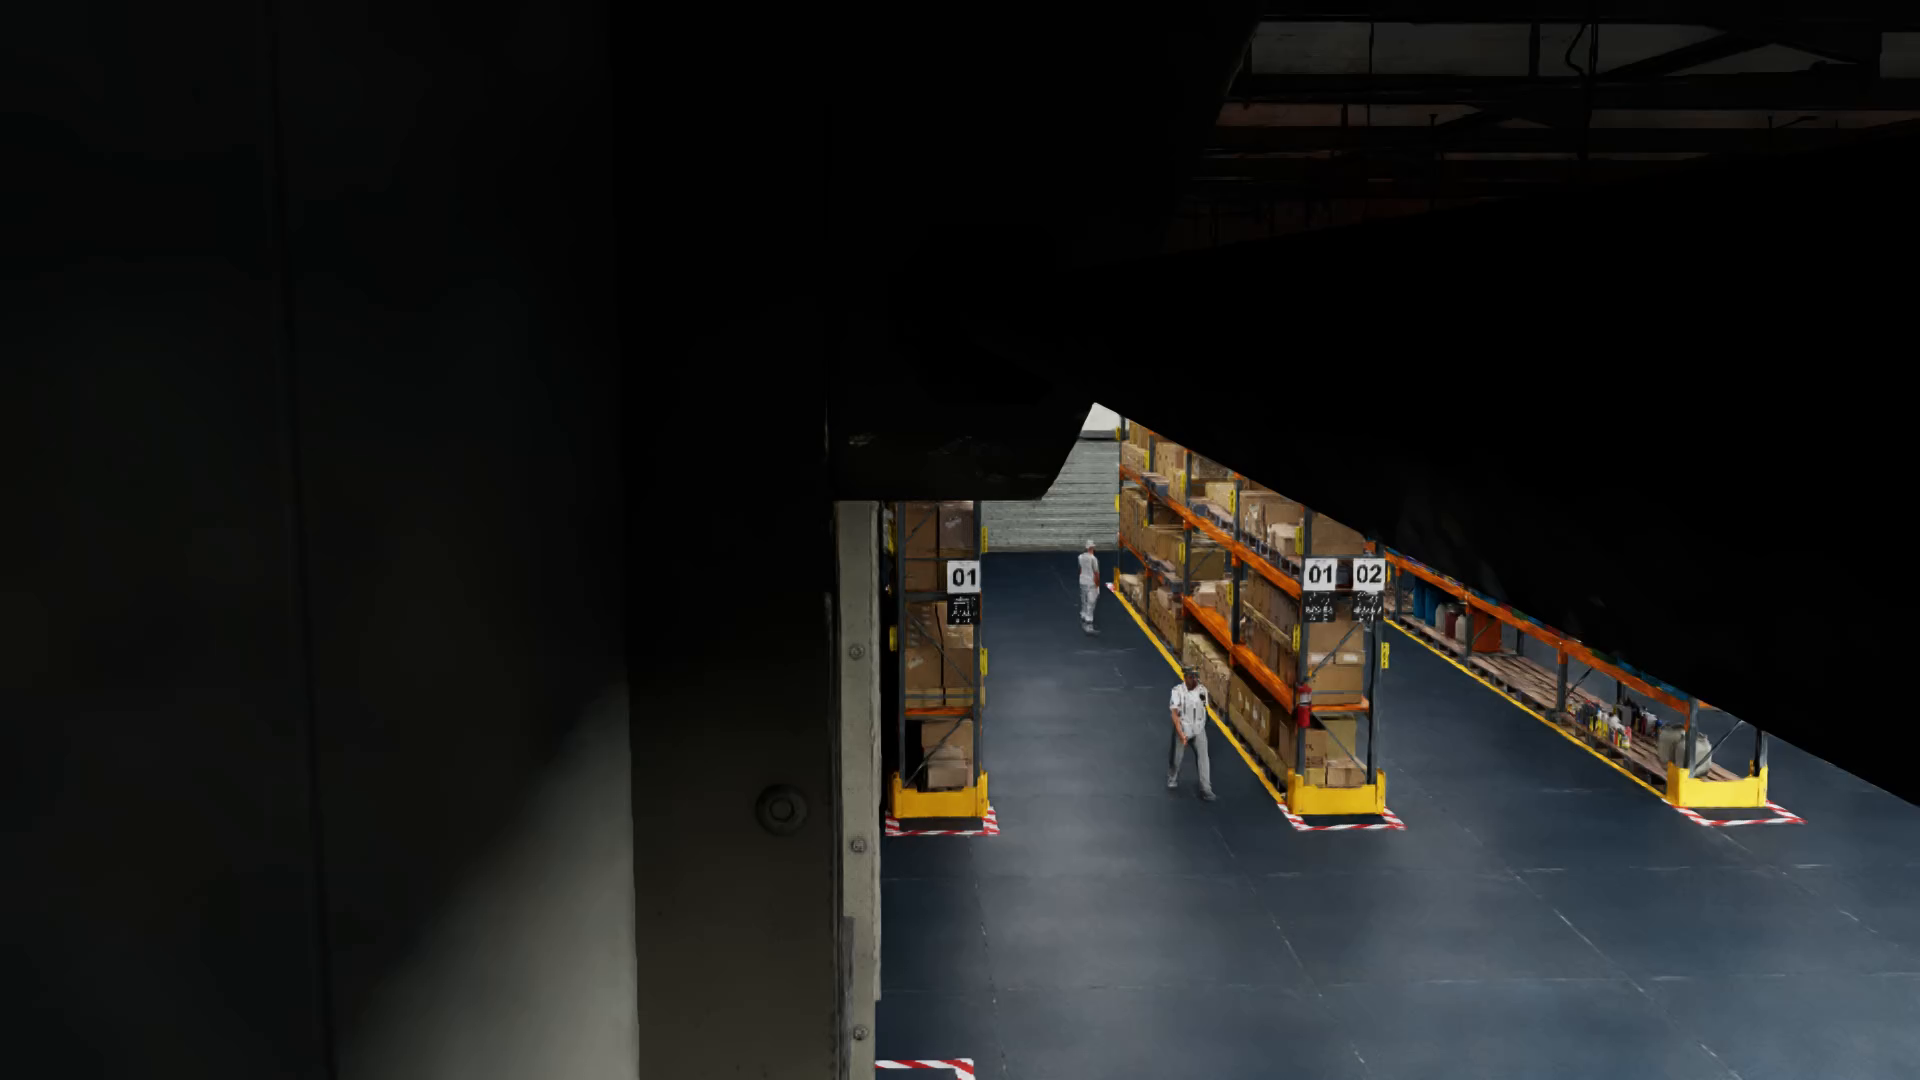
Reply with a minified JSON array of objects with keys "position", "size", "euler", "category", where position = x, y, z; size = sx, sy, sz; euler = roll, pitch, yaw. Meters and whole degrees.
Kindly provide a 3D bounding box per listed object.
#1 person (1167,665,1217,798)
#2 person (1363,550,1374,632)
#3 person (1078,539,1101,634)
[{"position":[2.931,2.416,21.310],"size":[0.530,1.707,1.036],"euler":[-2,8,-10],"category":"person"},{"position":[7.738,0.962,31.809],"size":[0.639,1.632,0.498],"euler":[-1,8,-4],"category":"person"},{"position":[2.495,0.871,31.701],"size":[0.443,1.787,0.600],"euler":[-5,10,-33],"category":"person"}]
